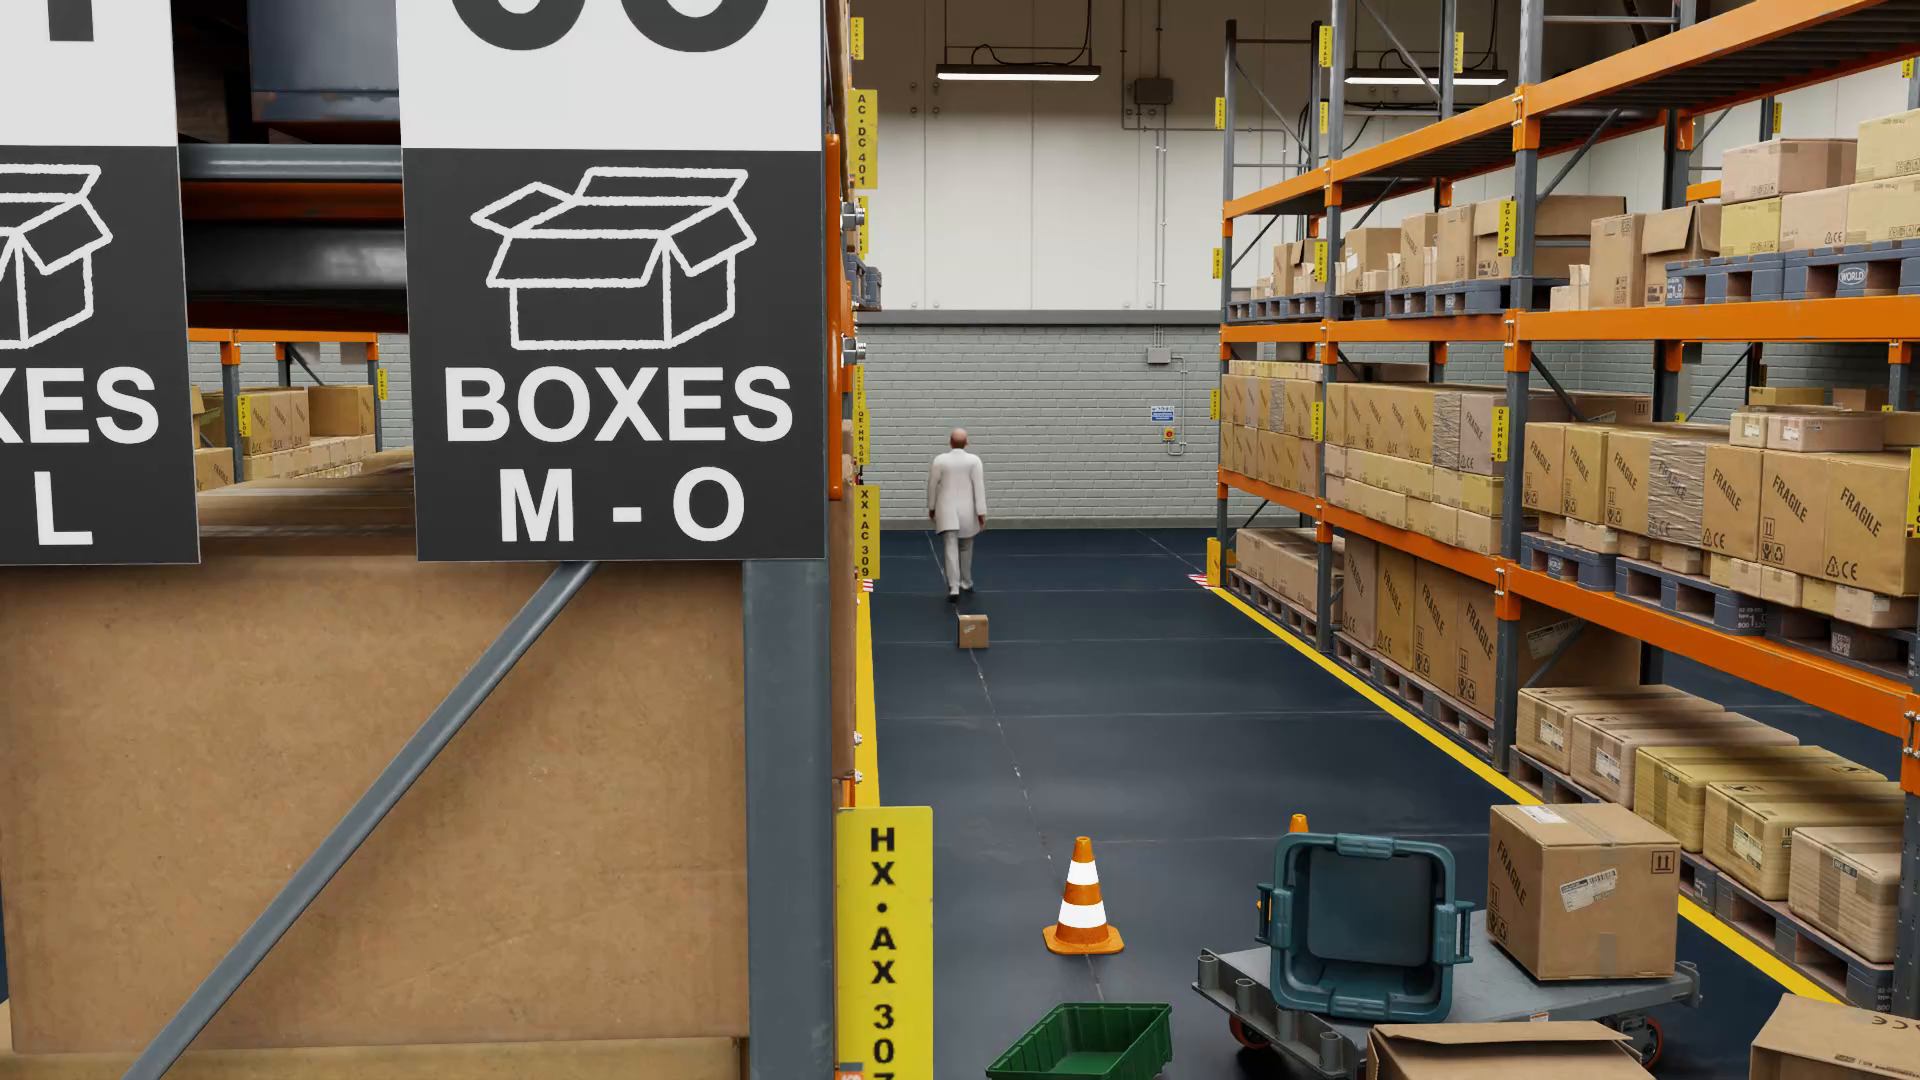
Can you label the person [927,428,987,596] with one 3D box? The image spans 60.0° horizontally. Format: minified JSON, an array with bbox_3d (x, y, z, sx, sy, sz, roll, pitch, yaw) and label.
[{"bbox_3d":[-0.039,-0.309,17.356,0.617,1.721,1.092,0,7,-2],"label":"person"}]
